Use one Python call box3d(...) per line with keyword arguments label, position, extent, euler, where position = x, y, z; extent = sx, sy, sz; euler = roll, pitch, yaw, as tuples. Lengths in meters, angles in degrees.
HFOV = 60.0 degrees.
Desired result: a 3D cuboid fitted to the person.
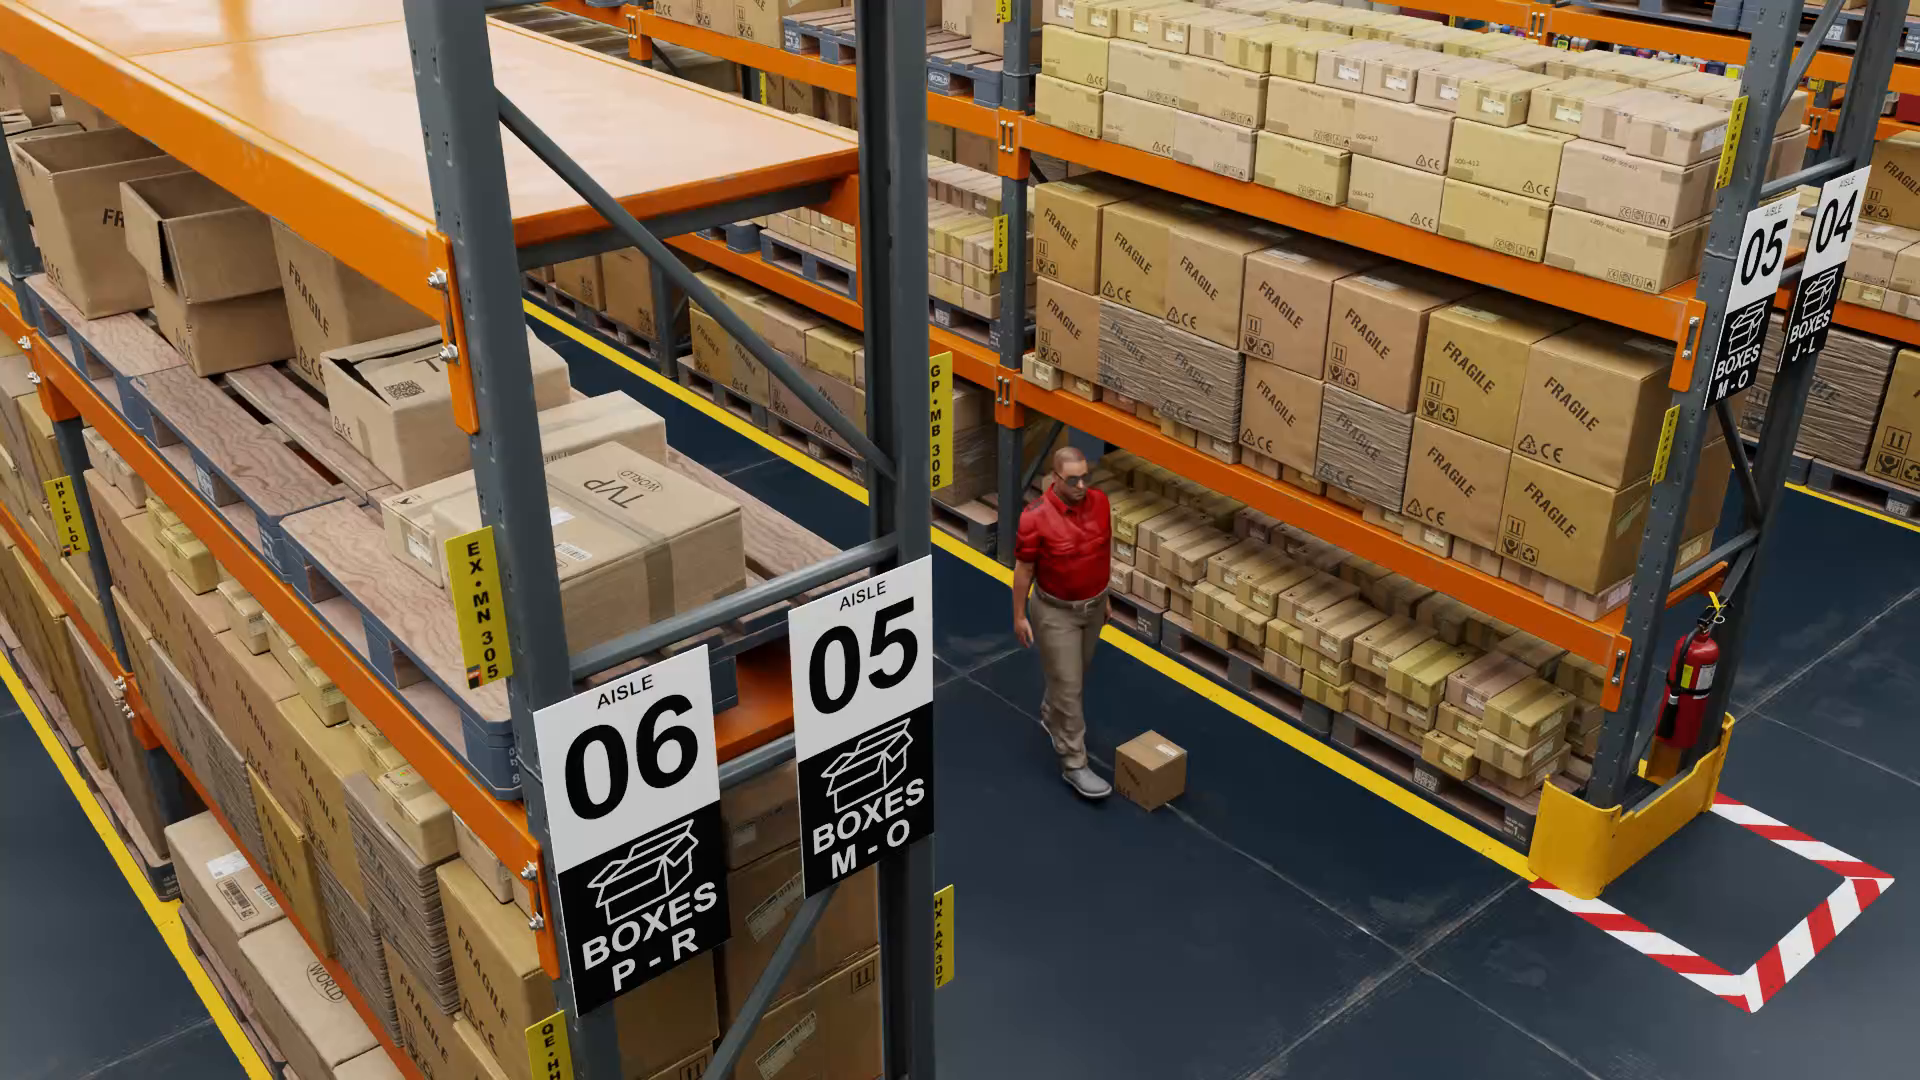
box3d(label="person", position=(0.604, 0.381, 8.087), extent=(0.553, 1.713, 0.737), euler=(-19, 33, -31))
